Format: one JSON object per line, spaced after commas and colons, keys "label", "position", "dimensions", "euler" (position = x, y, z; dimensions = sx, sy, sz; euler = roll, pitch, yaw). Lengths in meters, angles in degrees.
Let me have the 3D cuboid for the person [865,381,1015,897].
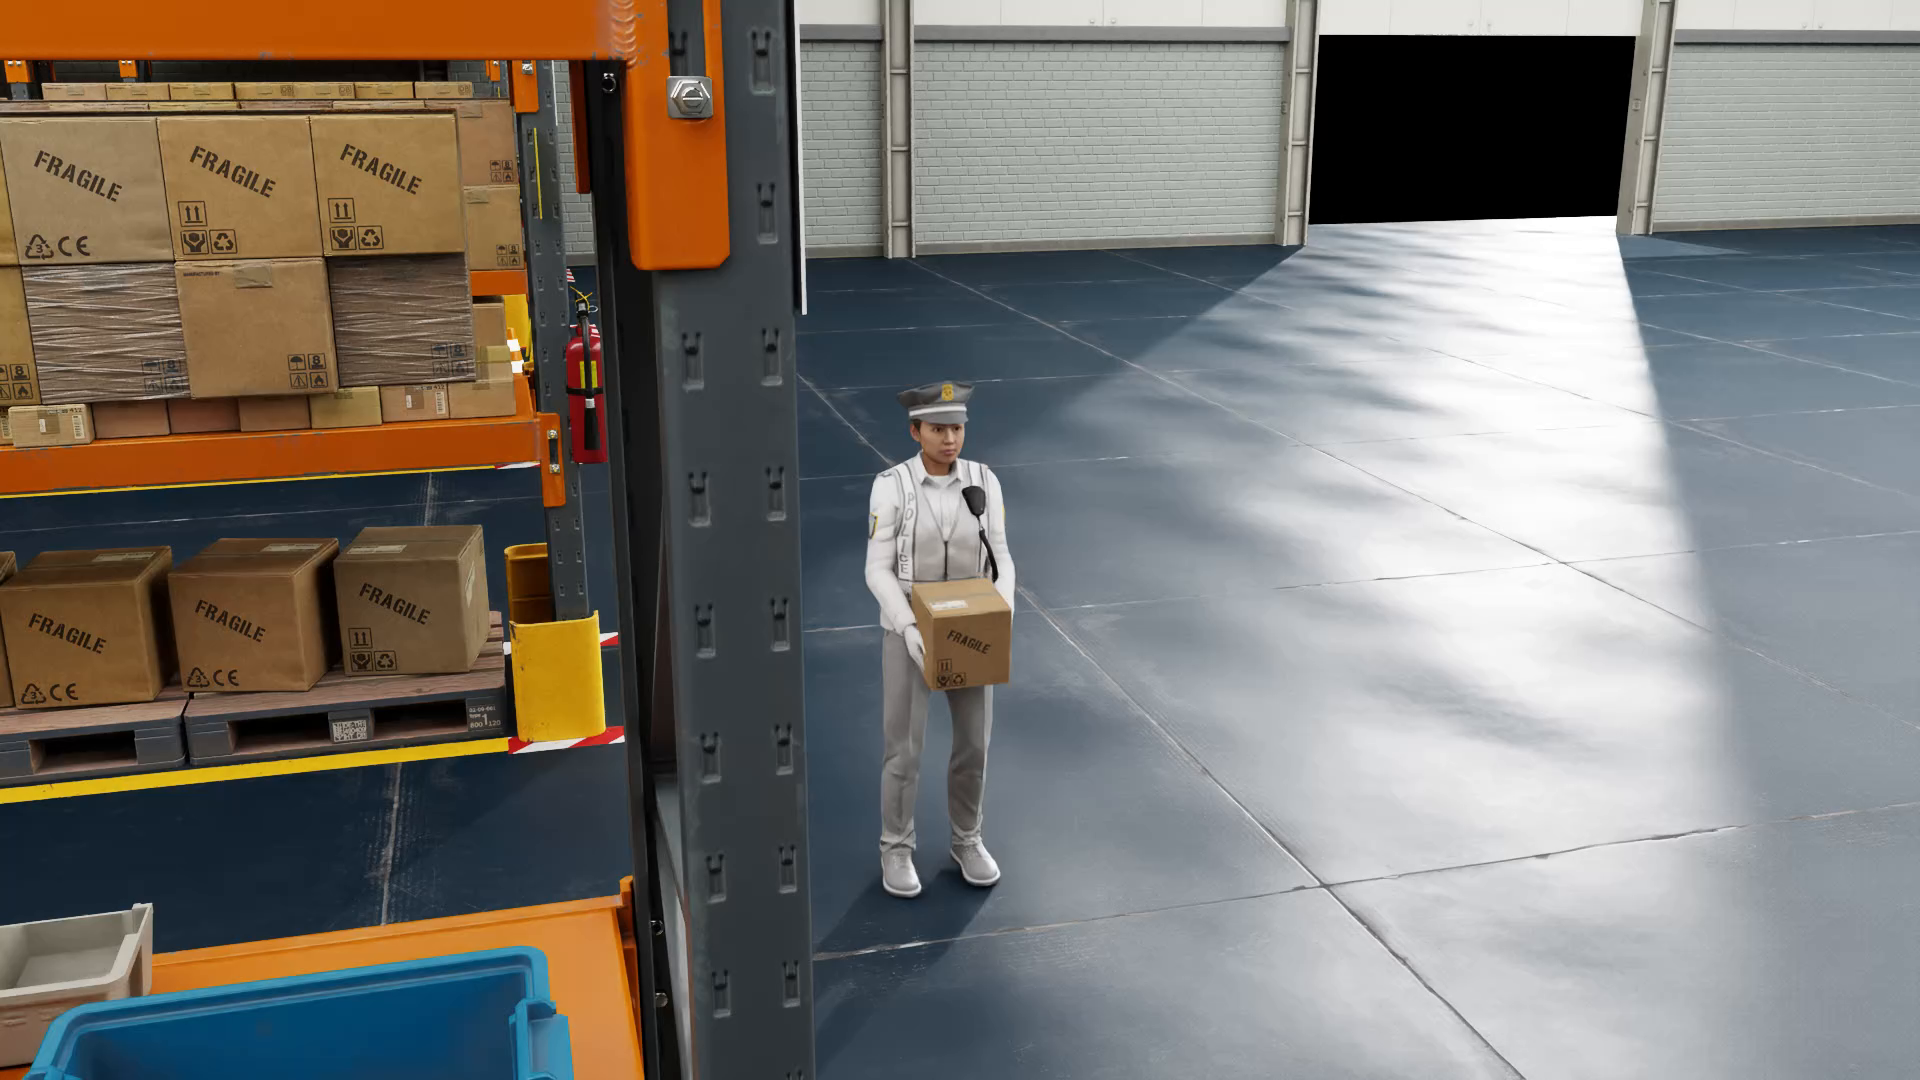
{"label": "person", "position": [-0.049, 0.327, 5.343], "dimensions": [0.489, 1.692, 0.489], "euler": [-5, 17, -16]}
